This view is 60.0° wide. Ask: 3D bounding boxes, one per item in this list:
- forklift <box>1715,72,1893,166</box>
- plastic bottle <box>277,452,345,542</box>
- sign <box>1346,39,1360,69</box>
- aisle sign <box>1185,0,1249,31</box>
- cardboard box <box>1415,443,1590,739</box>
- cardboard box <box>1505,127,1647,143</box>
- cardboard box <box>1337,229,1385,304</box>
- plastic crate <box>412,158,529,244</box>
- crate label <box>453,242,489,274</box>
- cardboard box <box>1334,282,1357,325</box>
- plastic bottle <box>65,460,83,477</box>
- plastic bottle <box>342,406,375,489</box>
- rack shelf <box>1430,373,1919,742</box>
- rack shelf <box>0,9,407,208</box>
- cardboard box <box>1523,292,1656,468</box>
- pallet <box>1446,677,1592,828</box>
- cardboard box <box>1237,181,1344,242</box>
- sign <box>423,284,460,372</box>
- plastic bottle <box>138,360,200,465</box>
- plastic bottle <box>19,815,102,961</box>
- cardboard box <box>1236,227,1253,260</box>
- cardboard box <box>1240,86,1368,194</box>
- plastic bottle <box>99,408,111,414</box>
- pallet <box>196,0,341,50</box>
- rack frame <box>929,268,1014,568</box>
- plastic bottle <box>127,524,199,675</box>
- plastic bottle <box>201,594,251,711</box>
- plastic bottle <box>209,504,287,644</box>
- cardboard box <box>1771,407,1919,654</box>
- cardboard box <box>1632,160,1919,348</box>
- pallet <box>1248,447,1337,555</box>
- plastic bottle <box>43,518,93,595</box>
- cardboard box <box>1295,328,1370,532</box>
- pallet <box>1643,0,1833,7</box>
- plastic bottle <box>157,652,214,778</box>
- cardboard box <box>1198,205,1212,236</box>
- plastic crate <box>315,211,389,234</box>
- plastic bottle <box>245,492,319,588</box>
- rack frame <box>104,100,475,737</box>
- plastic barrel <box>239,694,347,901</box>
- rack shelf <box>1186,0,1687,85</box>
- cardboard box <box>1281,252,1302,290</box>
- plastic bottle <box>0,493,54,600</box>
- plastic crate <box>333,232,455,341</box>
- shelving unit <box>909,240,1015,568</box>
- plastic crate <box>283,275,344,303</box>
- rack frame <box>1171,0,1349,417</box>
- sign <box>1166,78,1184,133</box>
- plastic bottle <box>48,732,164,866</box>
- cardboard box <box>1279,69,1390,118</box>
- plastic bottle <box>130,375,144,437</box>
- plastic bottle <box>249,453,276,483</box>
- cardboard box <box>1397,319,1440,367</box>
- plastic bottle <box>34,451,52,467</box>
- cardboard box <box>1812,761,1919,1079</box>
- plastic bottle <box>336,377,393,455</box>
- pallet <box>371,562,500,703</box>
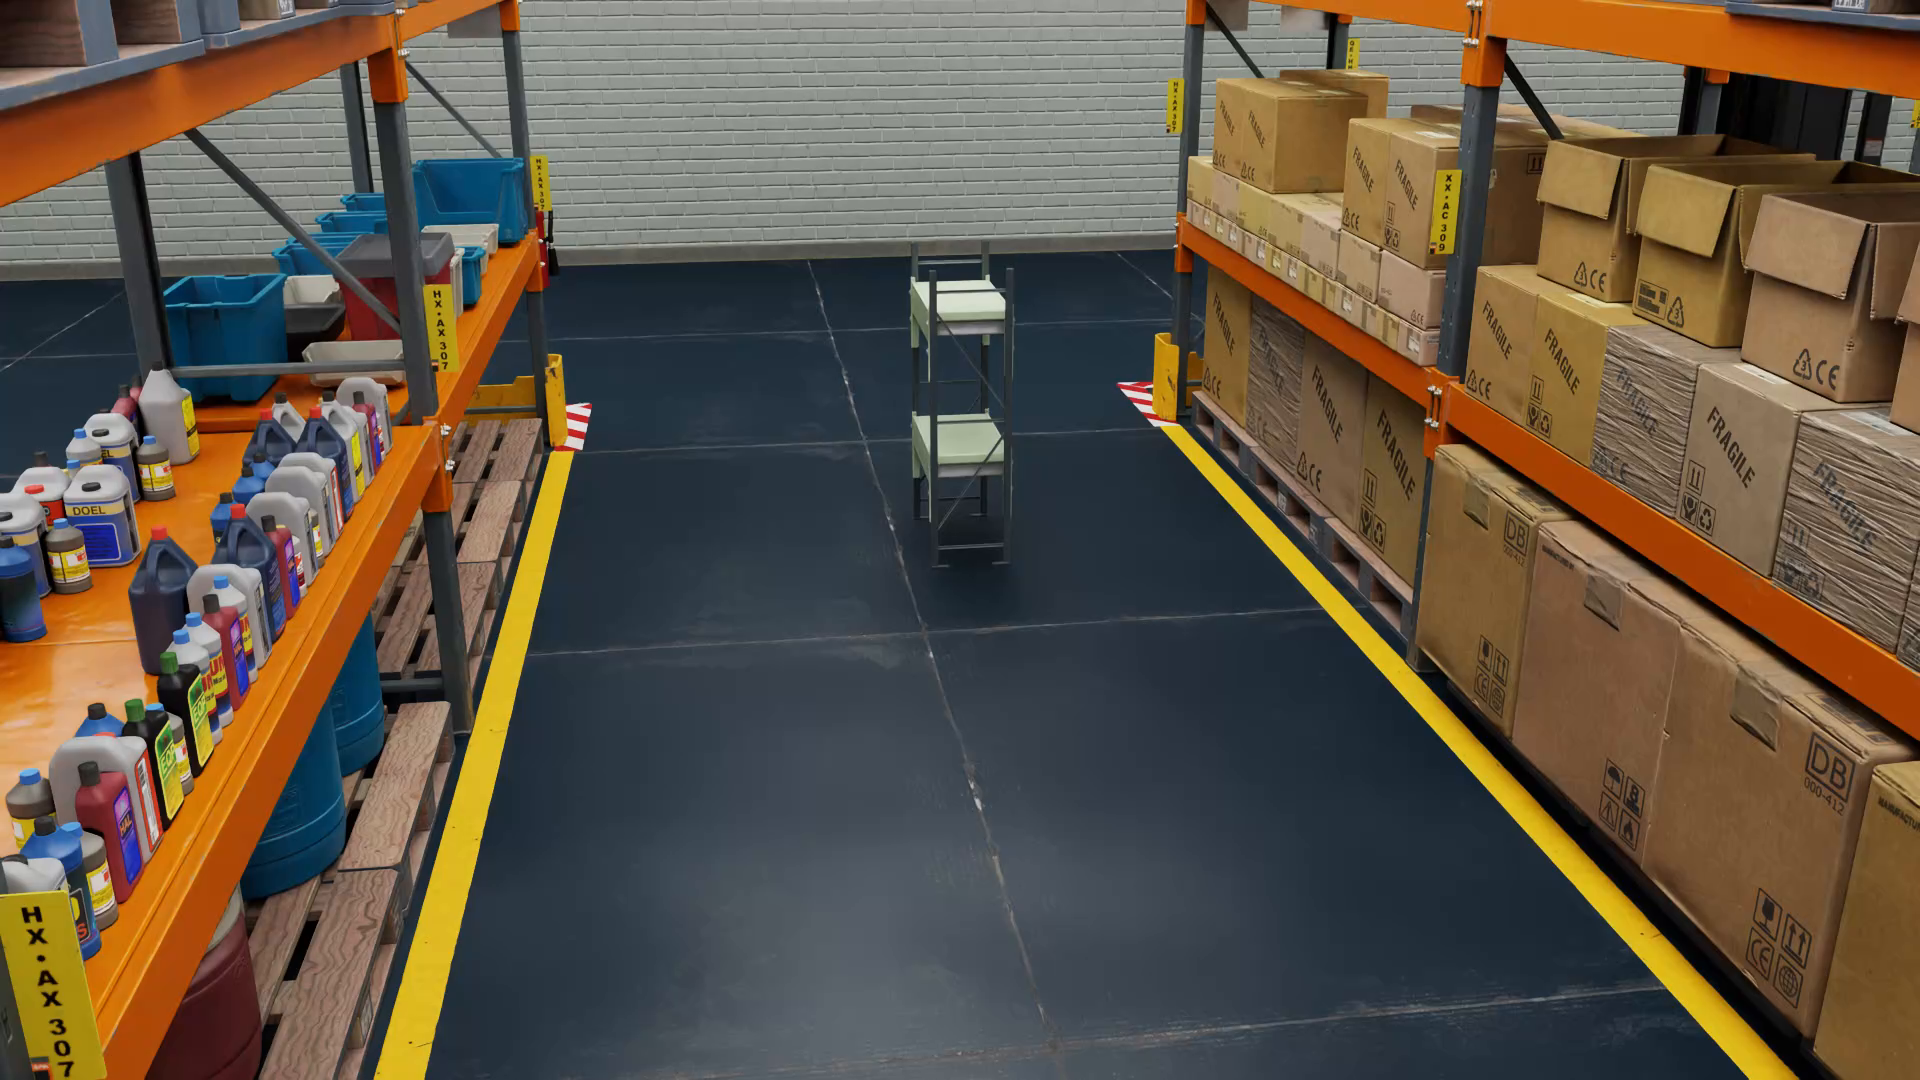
[{"bbox_3d":[5.076,-1.854,9.490,3.031,2.935,1.130,-1,20,-2],"label":"forklift"},{"bbox_3d":[-1.948,-0.141,4.984,0.152,0.276,0.135,-3,21,-8],"label":"plastic bottle"},{"bbox_3d":[2.413,-2.931,10.283,0.100,0.325,0.005,-3,21,-8],"label":"sign"},{"bbox_3d":[1.567,-3.483,10.038,0.394,0.787,0.004,-3,21,-8],"label":"aisle sign"},{"bbox_3d":[2.563,0.149,6.467,1.225,0.875,0.875,-3,21,-8],"label":"cardboard box"},{"bbox_3d":[2.635,-1.469,7.081,0.500,0.500,0.500,-3,21,-8],"label":"cardboard box"},{"bbox_3d":[2.050,-1.258,7.586,0.500,0.250,0.500,-2,21,-6],"label":"cardboard box"},{"bbox_3d":[-2.794,-1.944,9.496,0.616,0.435,0.499,-3,21,-8],"label":"plastic crate"},{"bbox_3d":[-2.639,-1.440,8.577,0.396,0.136,0.243,-3,21,-8],"label":"crate label"},{"bbox_3d":[1.971,-1.109,7.756,0.380,0.149,0.250,-3,21,-7],"label":"cardboard box"},{"bbox_3d":[-2.704,-0.146,5.104,0.097,0.201,0.097,0,20,0],"label":"plastic bottle"},{"bbox_3d":[-2.021,-0.316,5.452,0.152,0.276,0.135,-3,21,-8],"label":"plastic bottle"},{"bbox_3d":[2.739,0.159,5.031,1.077,0.370,4.000,-3,21,-8],"label":"rack shelf"},{"bbox_3d":[-2.162,-0.996,3.837,1.077,0.370,4.000,-3,21,-8],"label":"rack shelf"},{"bbox_3d":[2.343,-0.571,5.815,0.500,0.500,0.500,-3,21,-8],"label":"cardboard box"},{"bbox_3d":[2.637,0.699,6.542,1.003,0.211,1.213,-3,21,-8],"label":"pallet"},{"bbox_3d":[1.827,-1.791,9.013,0.500,0.250,0.500,-4,21,-10],"label":"cardboard box"},{"bbox_3d":[-1.906,-0.777,6.114,0.100,0.325,0.005,-3,21,-8],"label":"sign"},{"bbox_3d":[-2.715,-0.445,5.691,0.144,0.351,0.185,-3,21,-8],"label":"plastic bottle"},{"bbox_3d":[-1.606,0.617,2.961,0.097,0.271,0.097,0,20,0],"label":"plastic bottle"},{"bbox_3d":[1.749,-1.642,9.185,0.380,0.149,0.250,-3,21,-9],"label":"cardboard box"},{"bbox_3d":[1.829,-2.144,8.886,0.500,0.500,0.500,-3,21,-9],"label":"cardboard box"},{"bbox_3d":[-2.752,-0.293,5.397,0.097,0.271,0.097,0,20,0],"label":"plastic bottle"},{"bbox_3d":[-2.074,-1.278,3.834,1.003,0.211,1.213,-3,21,-8],"label":"pallet"},{"bbox_3d":[0.054,-0.574,8.108,0.400,1.500,0.023,-3,21,-8],"label":"rack frame"},{"bbox_3d":[-1.966,0.140,4.124,0.144,0.351,0.185,-3,21,-8],"label":"plastic bottle"},{"bbox_3d":[-1.738,0.251,3.925,0.061,0.283,0.133,-3,21,-8],"label":"plastic bottle"},{"bbox_3d":[-1.835,0.086,4.270,0.144,0.351,0.185,-3,21,-8],"label":"plastic bottle"},{"bbox_3d":[2.567,-0.043,4.401,0.500,0.500,0.500,-4,21,-10],"label":"cardboard box"},{"bbox_3d":[2.638,-0.928,5.337,0.797,0.503,0.637,-3,21,-7],"label":"cardboard box"},{"bbox_3d":[2.239,-0.254,9.096,1.003,0.211,1.213,-3,21,-8],"label":"pallet"},{"bbox_3d":[-2.473,0.040,4.605,0.097,0.201,0.097,0,20,0],"label":"plastic bottle"},{"bbox_3d":[2.305,-0.616,8.514,0.875,0.875,0.875,-3,21,-8],"label":"cardboard box"},{"bbox_3d":[2.632,-1.871,5.424,0.805,0.209,1.217,-4,21,-10],"label":"pallet"},{"bbox_3d":[-1.690,0.364,3.621,0.061,0.283,0.133,-3,21,-8],"label":"plastic bottle"},{"bbox_3d":[1.637,-1.909,9.900,0.380,0.149,0.250,-3,21,-9],"label":"cardboard box"},{"bbox_3d":[-3.222,-1.625,8.933,0.416,0.233,0.300,-3,21,-8],"label":"plastic crate"},{"bbox_3d":[-1.896,-0.014,4.644,0.152,0.276,0.135,-3,21,-8],"label":"plastic bottle"},{"bbox_3d":[-2.450,-0.620,6.090,1.000,3.000,0.127,-3,21,-8],"label":"rack frame"},{"bbox_3d":[-2.287,0.600,5.221,0.600,0.901,0.708,-3,21,-8],"label":"plastic barrel"},{"bbox_3d":[2.162,-2.631,8.214,1.077,0.370,4.000,-3,21,-8],"label":"rack shelf"},{"bbox_3d":[1.861,-1.375,8.469,0.380,0.149,0.250,-3,21,-7],"label":"cardboard box"},{"bbox_3d":[-2.594,0.018,4.558,0.152,0.276,0.135,-3,21,-8],"label":"plastic bottle"},{"bbox_3d":[-2.331,-1.000,6.930,0.402,0.464,0.583,-3,21,-8],"label":"plastic crate"},{"bbox_3d":[0.001,-0.700,8.448,0.431,1.500,0.755,-3,21,-8],"label":"shelving unit"},{"bbox_3d":[-2.999,-1.113,7.699,0.293,0.136,0.466,-3,21,-8],"label":"plastic crate"},{"bbox_3d":[1.874,-2.255,10.467,1.000,3.000,0.127,-3,21,-8],"label":"rack frame"},{"bbox_3d":[1.324,-2.672,10.232,0.100,0.325,0.005,-3,21,-8],"label":"sign"},{"bbox_3d":[-1.683,0.496,3.278,0.152,0.276,0.135,-3,21,-8],"label":"plastic bottle"},{"bbox_3d":[2.204,-2.520,9.894,0.500,0.500,0.500,-3,21,-7],"label":"cardboard box"},{"bbox_3d":[-2.820,-0.417,5.713,0.061,0.283,0.133,-3,21,-8],"label":"plastic bottle"},{"bbox_3d":[-2.069,-0.126,4.951,0.097,0.271,0.097,0,20,0],"label":"plastic bottle"},{"bbox_3d":[2.083,-0.842,7.041,0.380,0.149,0.250,-3,21,-7],"label":"cardboard box"},{"bbox_3d":[-2.692,-0.110,4.890,0.061,0.283,0.133,-3,21,-8],"label":"plastic bottle"},{"bbox_3d":[2.948,1.073,3.992,1.225,0.875,0.875,-4,21,-10],"label":"cardboard box"},{"bbox_3d":[-2.074,-0.442,5.790,0.152,0.276,0.135,-3,21,-8],"label":"plastic bottle"},{"bbox_3d":[-2.595,0.433,7.254,1.003,0.211,1.213,-3,21,-8],"label":"pallet"}]
